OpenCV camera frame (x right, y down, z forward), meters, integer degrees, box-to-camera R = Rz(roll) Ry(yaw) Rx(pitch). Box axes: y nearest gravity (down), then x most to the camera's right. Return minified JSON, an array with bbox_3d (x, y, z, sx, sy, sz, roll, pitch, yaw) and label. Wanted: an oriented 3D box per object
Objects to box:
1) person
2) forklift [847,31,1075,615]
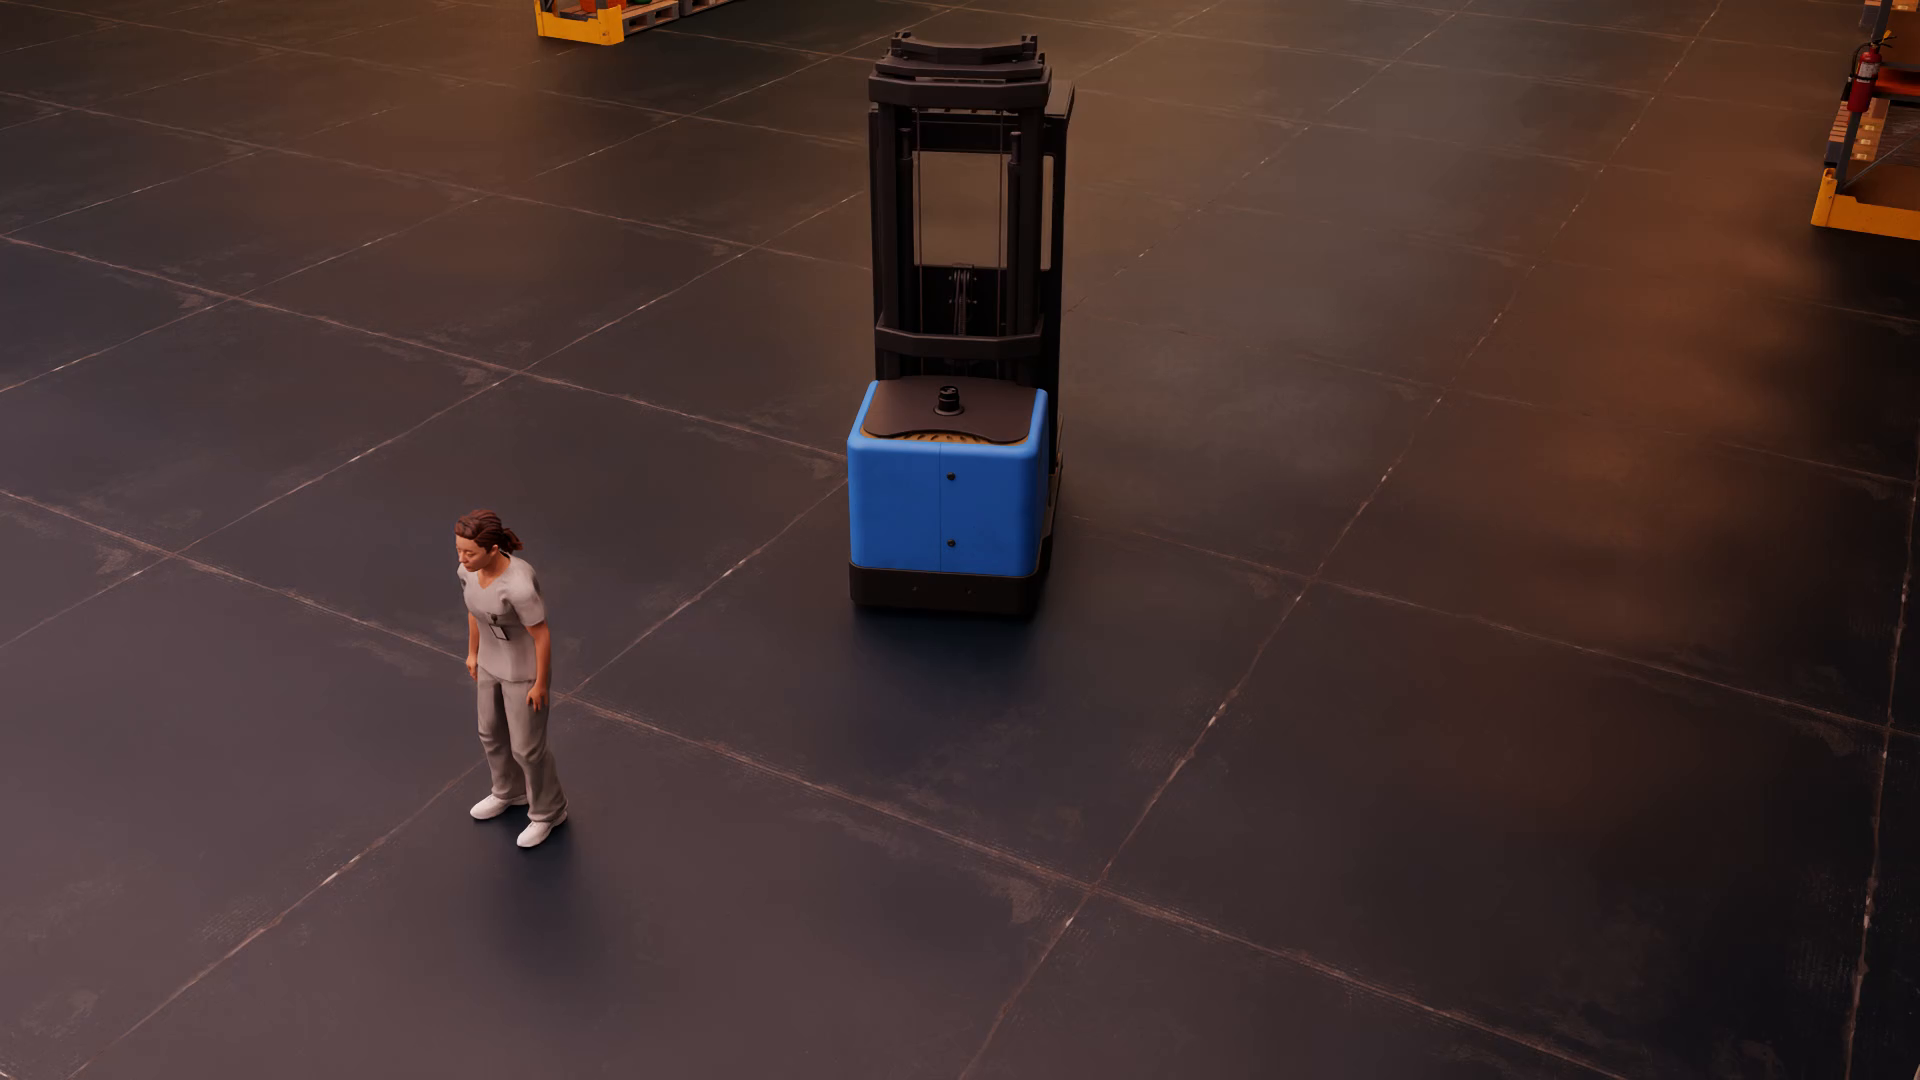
[{"bbox_3d":[-1.995,0.579,7.329,0.503,1.671,0.365,20,36,31],"label":"person"},{"bbox_3d":[0.072,-1.572,9.794,1.130,2.935,3.031,3,30,6],"label":"forklift"}]
